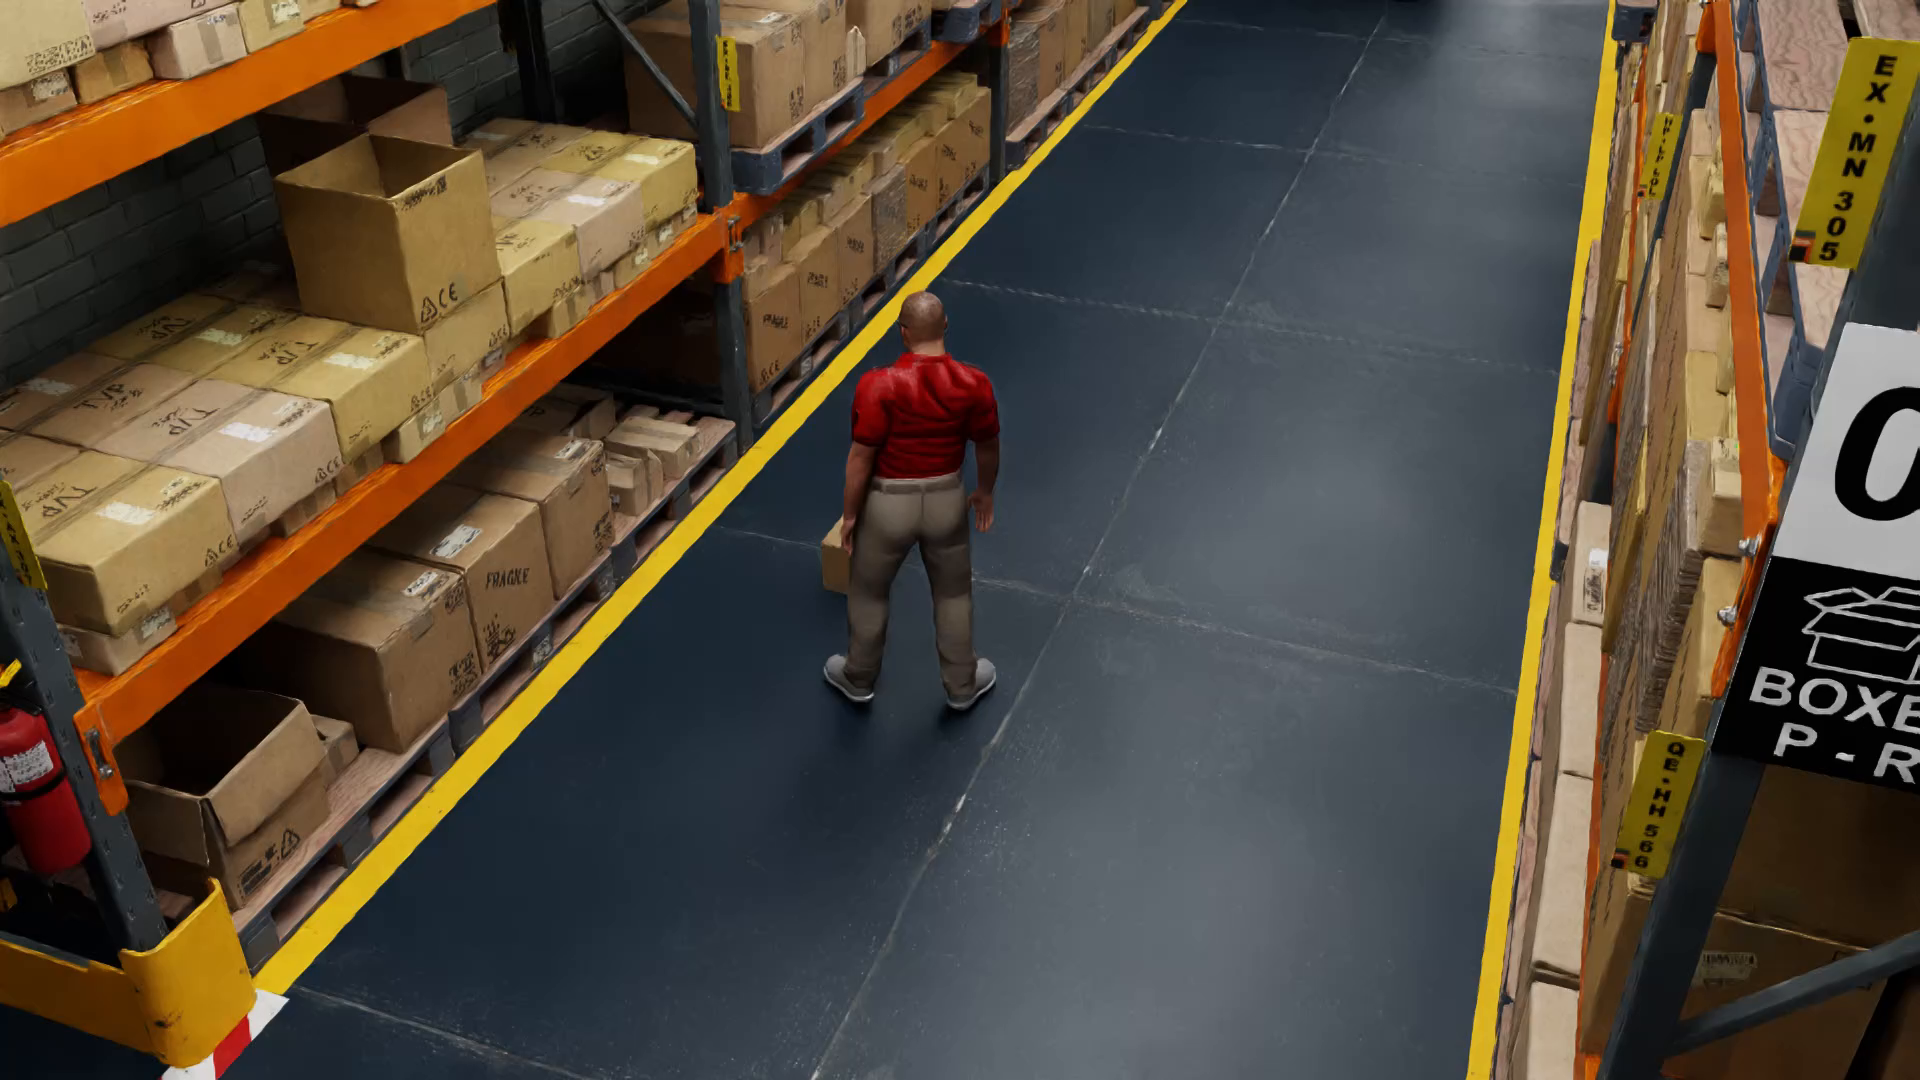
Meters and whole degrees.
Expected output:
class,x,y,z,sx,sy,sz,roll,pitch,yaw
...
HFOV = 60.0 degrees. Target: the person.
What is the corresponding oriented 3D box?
class,x,y,z,sx,sy,sz,roll,pitch,yaw
person,-0.186,-0.130,6.318,0.683,1.731,0.455,-9,34,-13
